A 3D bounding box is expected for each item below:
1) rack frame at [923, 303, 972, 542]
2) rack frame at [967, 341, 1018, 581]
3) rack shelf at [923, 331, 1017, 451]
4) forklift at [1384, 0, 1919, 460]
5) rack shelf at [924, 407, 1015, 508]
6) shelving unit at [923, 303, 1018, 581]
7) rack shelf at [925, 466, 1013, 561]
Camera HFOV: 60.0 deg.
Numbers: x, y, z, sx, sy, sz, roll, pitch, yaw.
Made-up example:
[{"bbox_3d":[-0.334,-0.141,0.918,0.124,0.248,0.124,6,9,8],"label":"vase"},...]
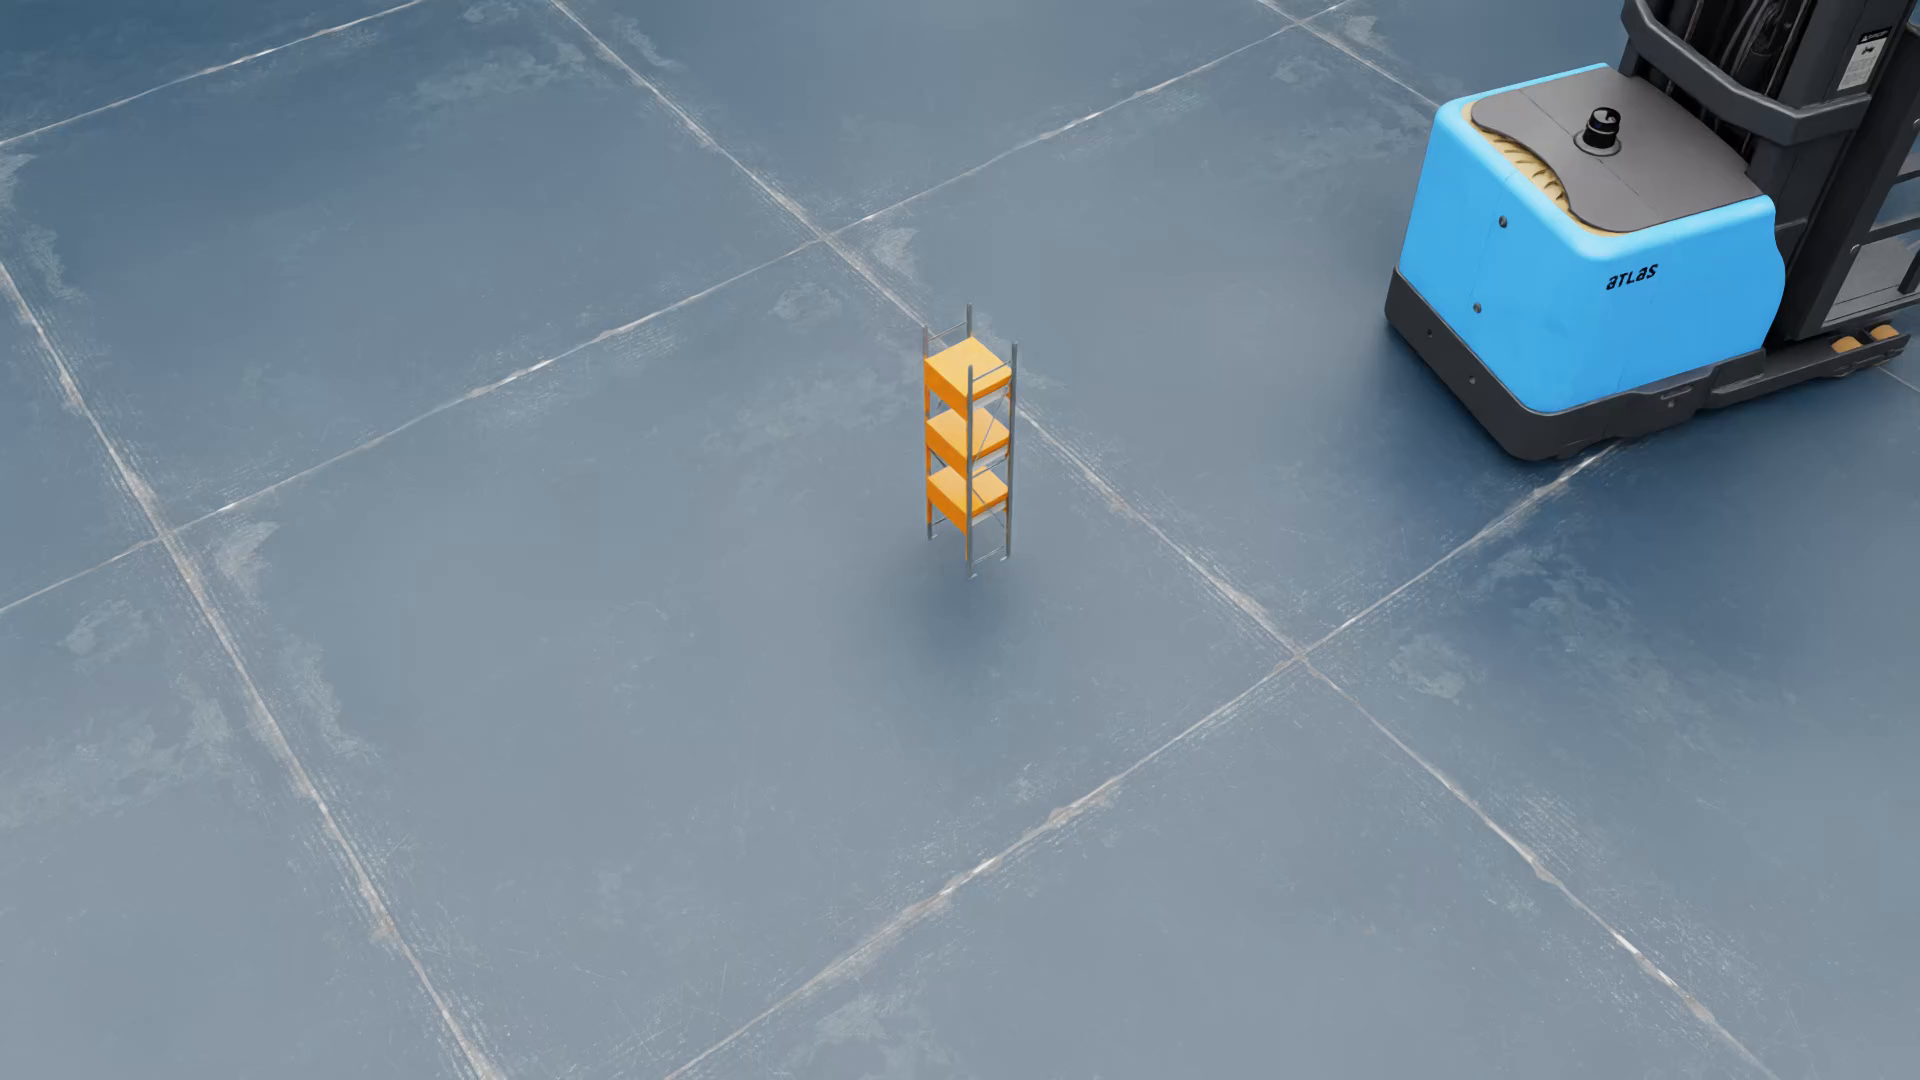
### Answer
[{"bbox_3d":[-0.041,-0.393,5.898,0.200,1.050,0.008,-29,54,-24],"label":"rack frame"},{"bbox_3d":[0.106,-0.249,5.767,0.200,1.050,0.008,-29,54,-24],"label":"rack frame"},{"bbox_3d":[0.032,-0.505,5.630,0.215,0.259,0.240,-29,54,-24],"label":"rack shelf"},{"bbox_3d":[3.360,-2.004,6.088,3.031,2.935,1.130,-17,50,-15],"label":"forklift"},{"bbox_3d":[0.032,-0.314,5.840,0.215,0.259,0.240,-29,54,-24],"label":"rack shelf"},{"bbox_3d":[0.032,-0.321,5.832,0.215,1.050,0.252,-29,54,-24],"label":"shelving unit"},{"bbox_3d":[0.032,-0.127,6.046,0.215,0.259,0.240,-29,54,-24],"label":"rack shelf"}]
